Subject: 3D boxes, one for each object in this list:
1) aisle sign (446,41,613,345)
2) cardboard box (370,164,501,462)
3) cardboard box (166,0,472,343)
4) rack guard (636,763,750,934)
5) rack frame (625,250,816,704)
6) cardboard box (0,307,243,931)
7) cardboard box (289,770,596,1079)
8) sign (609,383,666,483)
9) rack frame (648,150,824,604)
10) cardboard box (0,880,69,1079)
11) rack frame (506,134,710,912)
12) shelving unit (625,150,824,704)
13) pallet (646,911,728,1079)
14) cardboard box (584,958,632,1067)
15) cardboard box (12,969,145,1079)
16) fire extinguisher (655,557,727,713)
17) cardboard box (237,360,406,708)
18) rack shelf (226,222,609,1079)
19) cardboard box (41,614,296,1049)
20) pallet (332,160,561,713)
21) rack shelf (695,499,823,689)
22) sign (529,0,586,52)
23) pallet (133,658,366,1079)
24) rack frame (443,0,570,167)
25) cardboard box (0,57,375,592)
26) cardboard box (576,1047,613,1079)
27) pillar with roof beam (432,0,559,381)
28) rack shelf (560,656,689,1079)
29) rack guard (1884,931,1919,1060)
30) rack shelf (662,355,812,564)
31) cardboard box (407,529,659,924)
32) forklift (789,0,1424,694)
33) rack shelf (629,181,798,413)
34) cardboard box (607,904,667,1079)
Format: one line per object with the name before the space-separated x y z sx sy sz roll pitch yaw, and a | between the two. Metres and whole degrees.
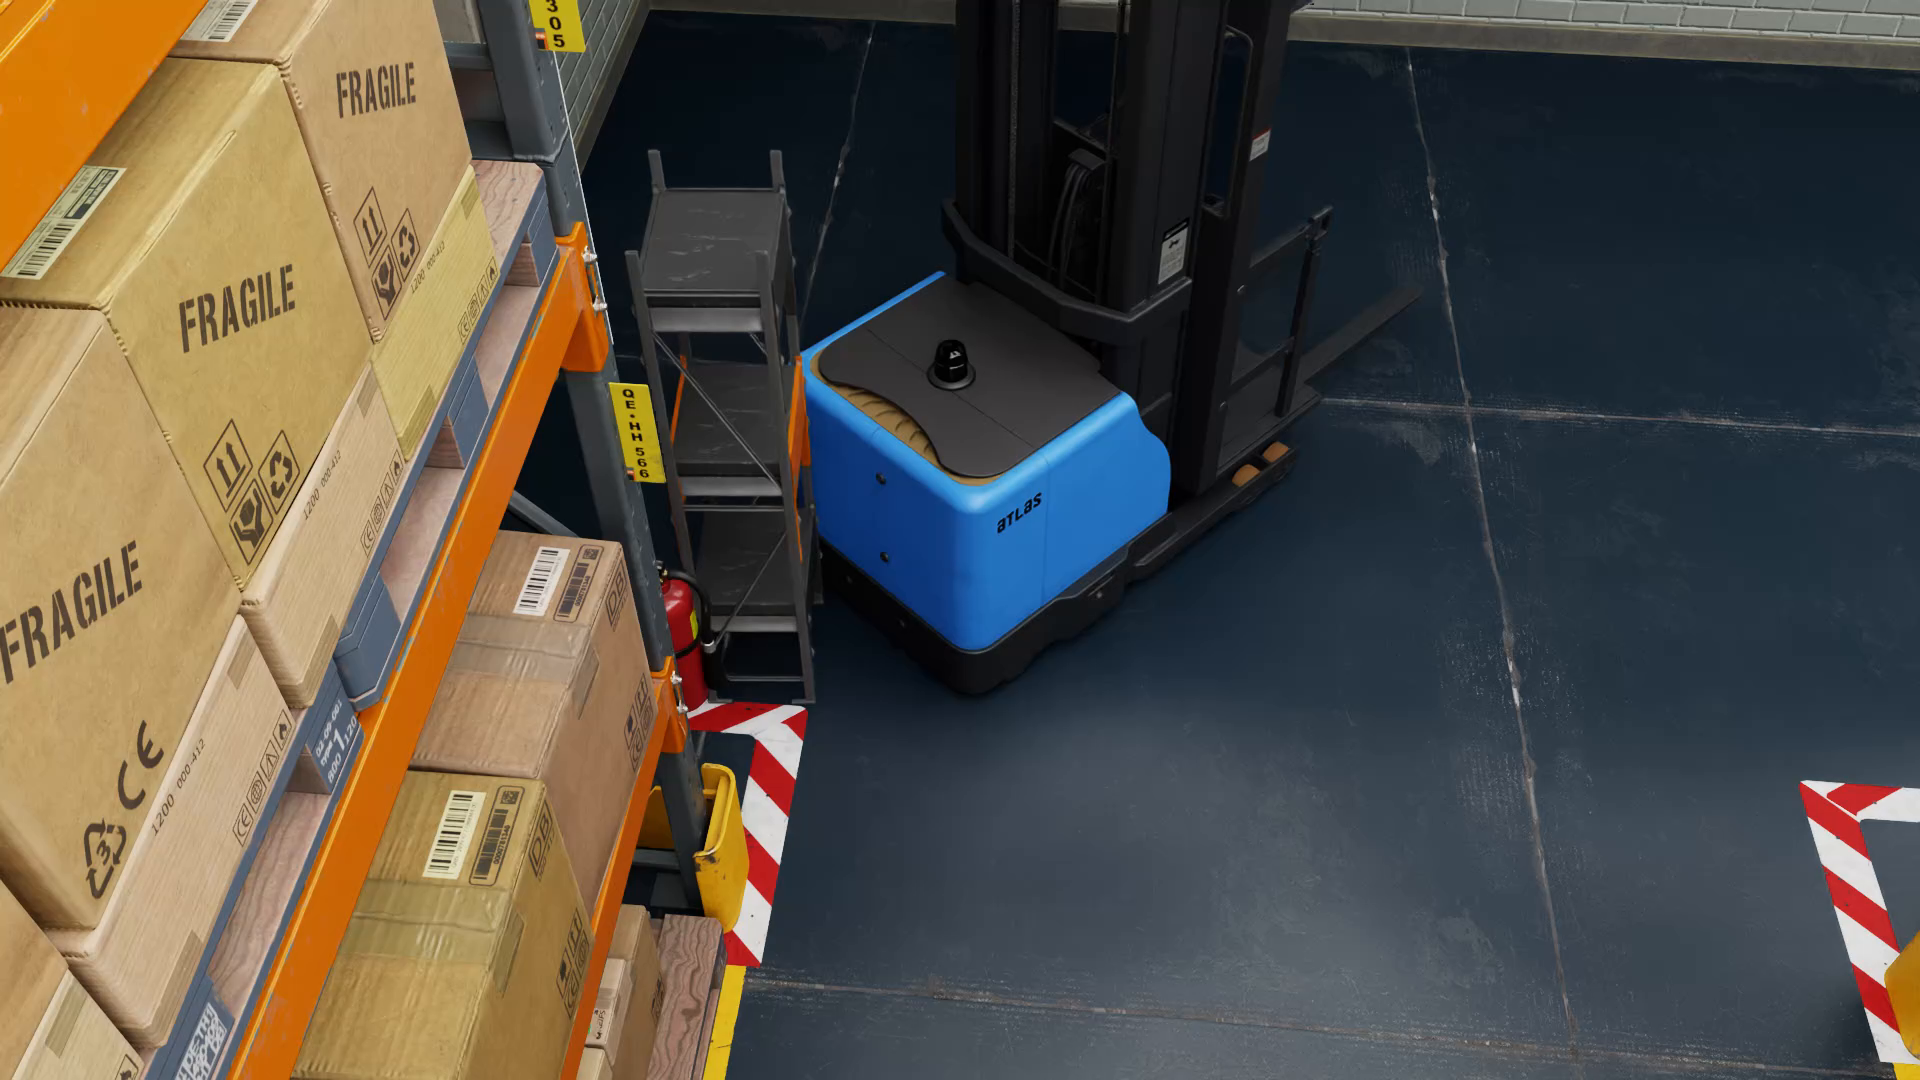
aisle sign | -1.017 -0.743 3.661 0.394 0.787 0.004 4 48 4
cardboard box | -1.125 -0.414 2.838 0.500 0.250 0.500 5 48 5
cardboard box | -1.118 -0.667 2.561 0.500 0.500 0.500 4 48 3
rack guard | -1.320 0.994 5.528 1.175 0.500 0.348 4 48 4
rack frame | -0.740 -0.100 5.444 0.400 2.100 0.015 0 48 0
cardboard box | -1.213 0.084 1.874 0.500 0.500 0.500 2 48 2
cardboard box | -1.414 0.977 3.646 0.980 0.700 0.700 4 48 3
sign | -0.784 -0.256 4.033 0.100 0.325 0.005 4 48 4
rack frame | -0.738 -0.460 5.773 0.400 2.100 0.015 0 48 0
cardboard box | -1.263 0.470 1.522 0.500 0.500 0.500 4 48 4
rack frame | -1.323 0.168 4.590 1.000 3.000 0.127 4 48 4
shelving unit | -0.739 -0.280 5.609 0.431 2.100 0.503 0 48 0
pallet | -1.318 1.702 5.077 1.003 0.211 1.213 4 48 4
cardboard box | -1.117 1.278 4.544 0.380 0.149 0.250 3 48 3
cardboard box | -1.262 0.729 1.793 0.500 0.250 0.500 3 48 2
fire extinguisher | -0.849 0.240 4.829 0.296 0.674 0.183 4 48 4
cardboard box | -1.171 -0.031 2.488 0.500 0.250 0.500 2 48 2
rack shelf | -1.505 0.868 2.404 1.077 0.370 4.000 4 48 4
cardboard box | -1.214 0.352 2.138 0.500 0.250 0.500 3 48 2
pallet | -1.380 -0.269 3.017 1.003 0.211 1.213 4 48 4
rack shelf | -0.739 0.201 6.136 0.431 0.518 0.480 0 48 0
sign | -0.784 -1.070 3.143 0.100 0.325 0.005 4 48 4
pallet | -1.488 0.630 2.194 1.003 0.211 1.213 4 48 4
rack frame | -1.323 -1.857 2.376 1.000 3.000 0.127 4 48 4
cardboard box | -1.174 -0.300 2.225 0.500 0.500 0.500 5 48 5
cardboard box | -1.140 1.466 4.372 0.380 0.149 0.250 5 48 5
pillar with roof beam | 2.349 -3.610 3.979 9.100 9.000 0.400 4 48 4
rack shelf | -1.505 1.880 3.511 1.077 0.370 4.000 4 48 4
rack guard | 3.604 1.397 5.159 1.175 0.500 0.348 4 48 4
rack shelf | -0.739 -0.271 5.619 0.431 0.518 0.480 0 48 0
cardboard box | -1.359 0.442 4.136 0.980 0.700 0.700 6 48 5
forklift | 0.777 -1.389 6.060 3.031 2.935 1.130 -35 57 -28
rack shelf | -0.739 -0.743 5.102 0.431 0.518 0.480 0 48 0
cardboard box | -1.287 1.391 4.881 0.700 0.500 0.500 4 48 4
